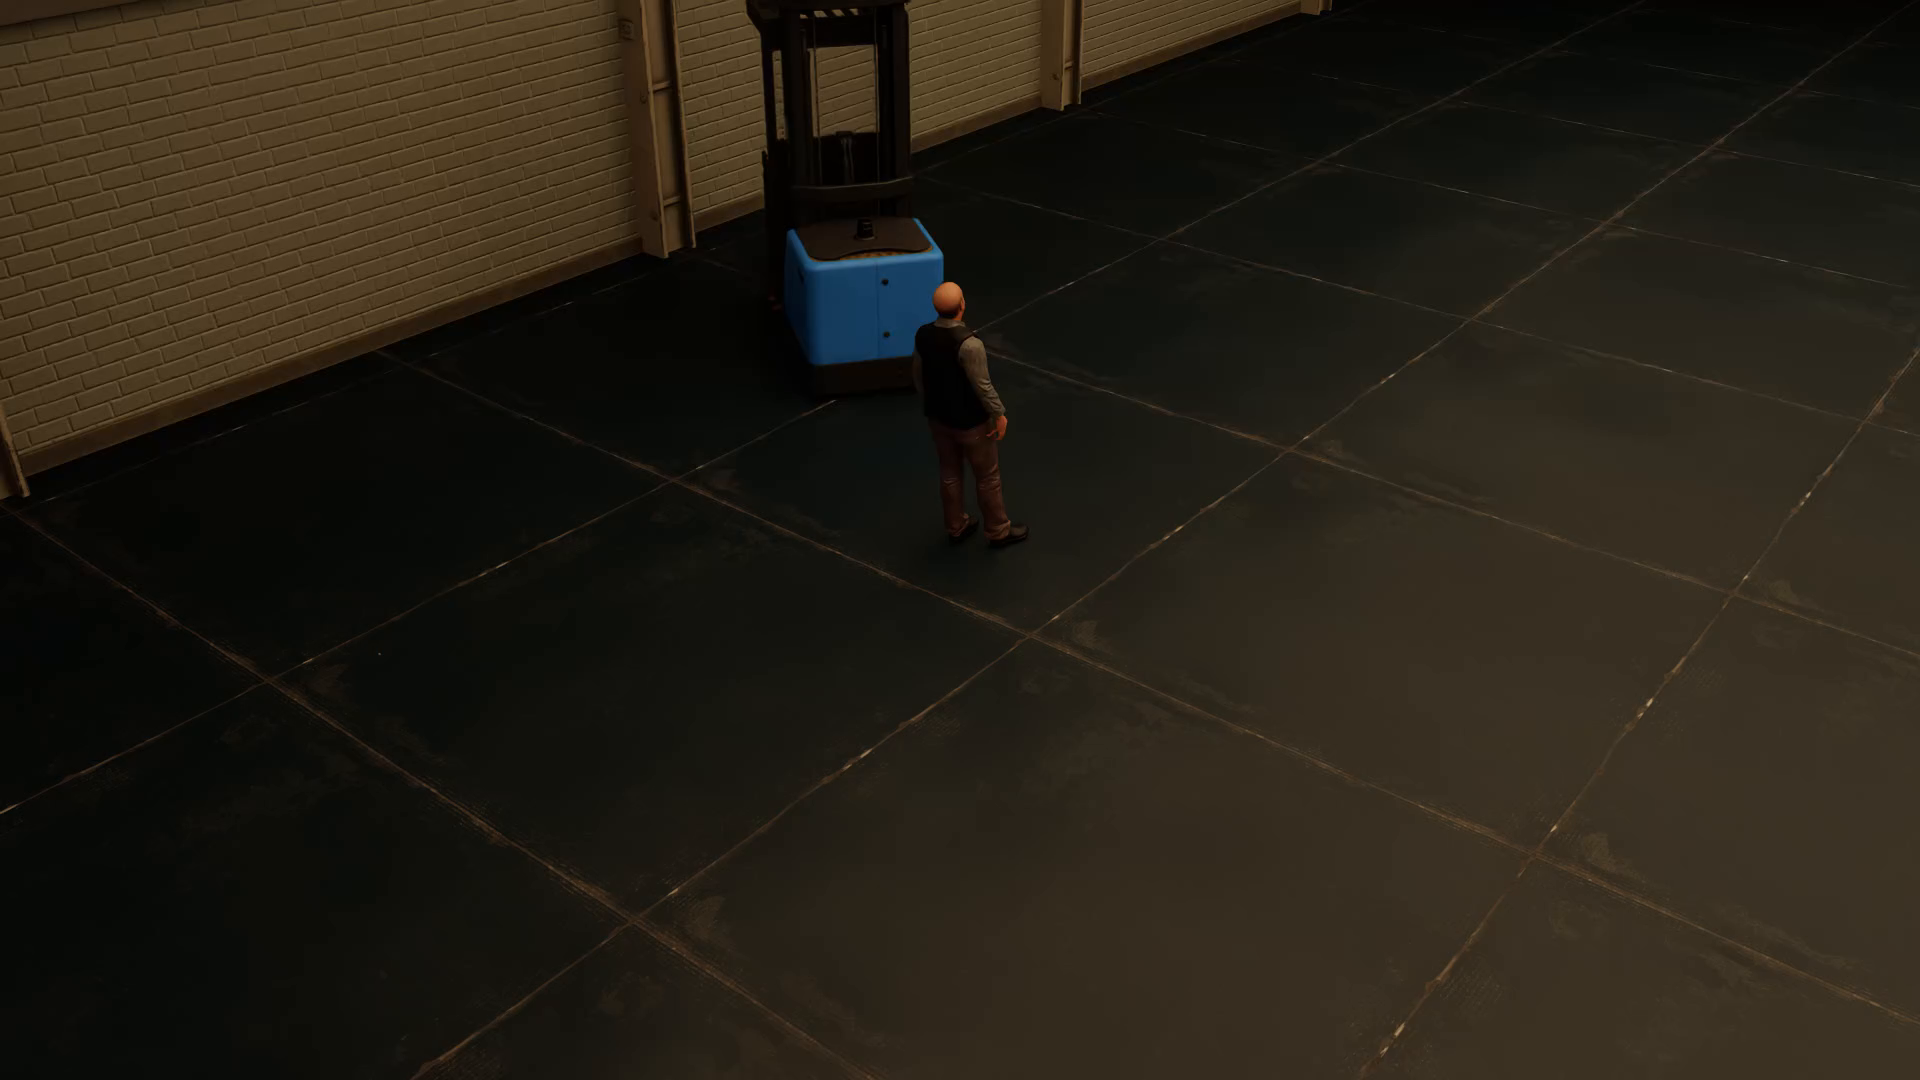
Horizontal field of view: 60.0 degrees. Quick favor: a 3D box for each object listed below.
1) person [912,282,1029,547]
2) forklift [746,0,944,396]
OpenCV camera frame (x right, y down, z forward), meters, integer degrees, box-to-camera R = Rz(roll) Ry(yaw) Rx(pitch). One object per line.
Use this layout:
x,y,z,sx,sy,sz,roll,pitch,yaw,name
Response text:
0.050,-0.774,10.105,0.632,1.720,0.552,22,37,33,person
-0.979,-3.052,12.818,1.130,2.935,3.031,-8,31,-13,forklift
